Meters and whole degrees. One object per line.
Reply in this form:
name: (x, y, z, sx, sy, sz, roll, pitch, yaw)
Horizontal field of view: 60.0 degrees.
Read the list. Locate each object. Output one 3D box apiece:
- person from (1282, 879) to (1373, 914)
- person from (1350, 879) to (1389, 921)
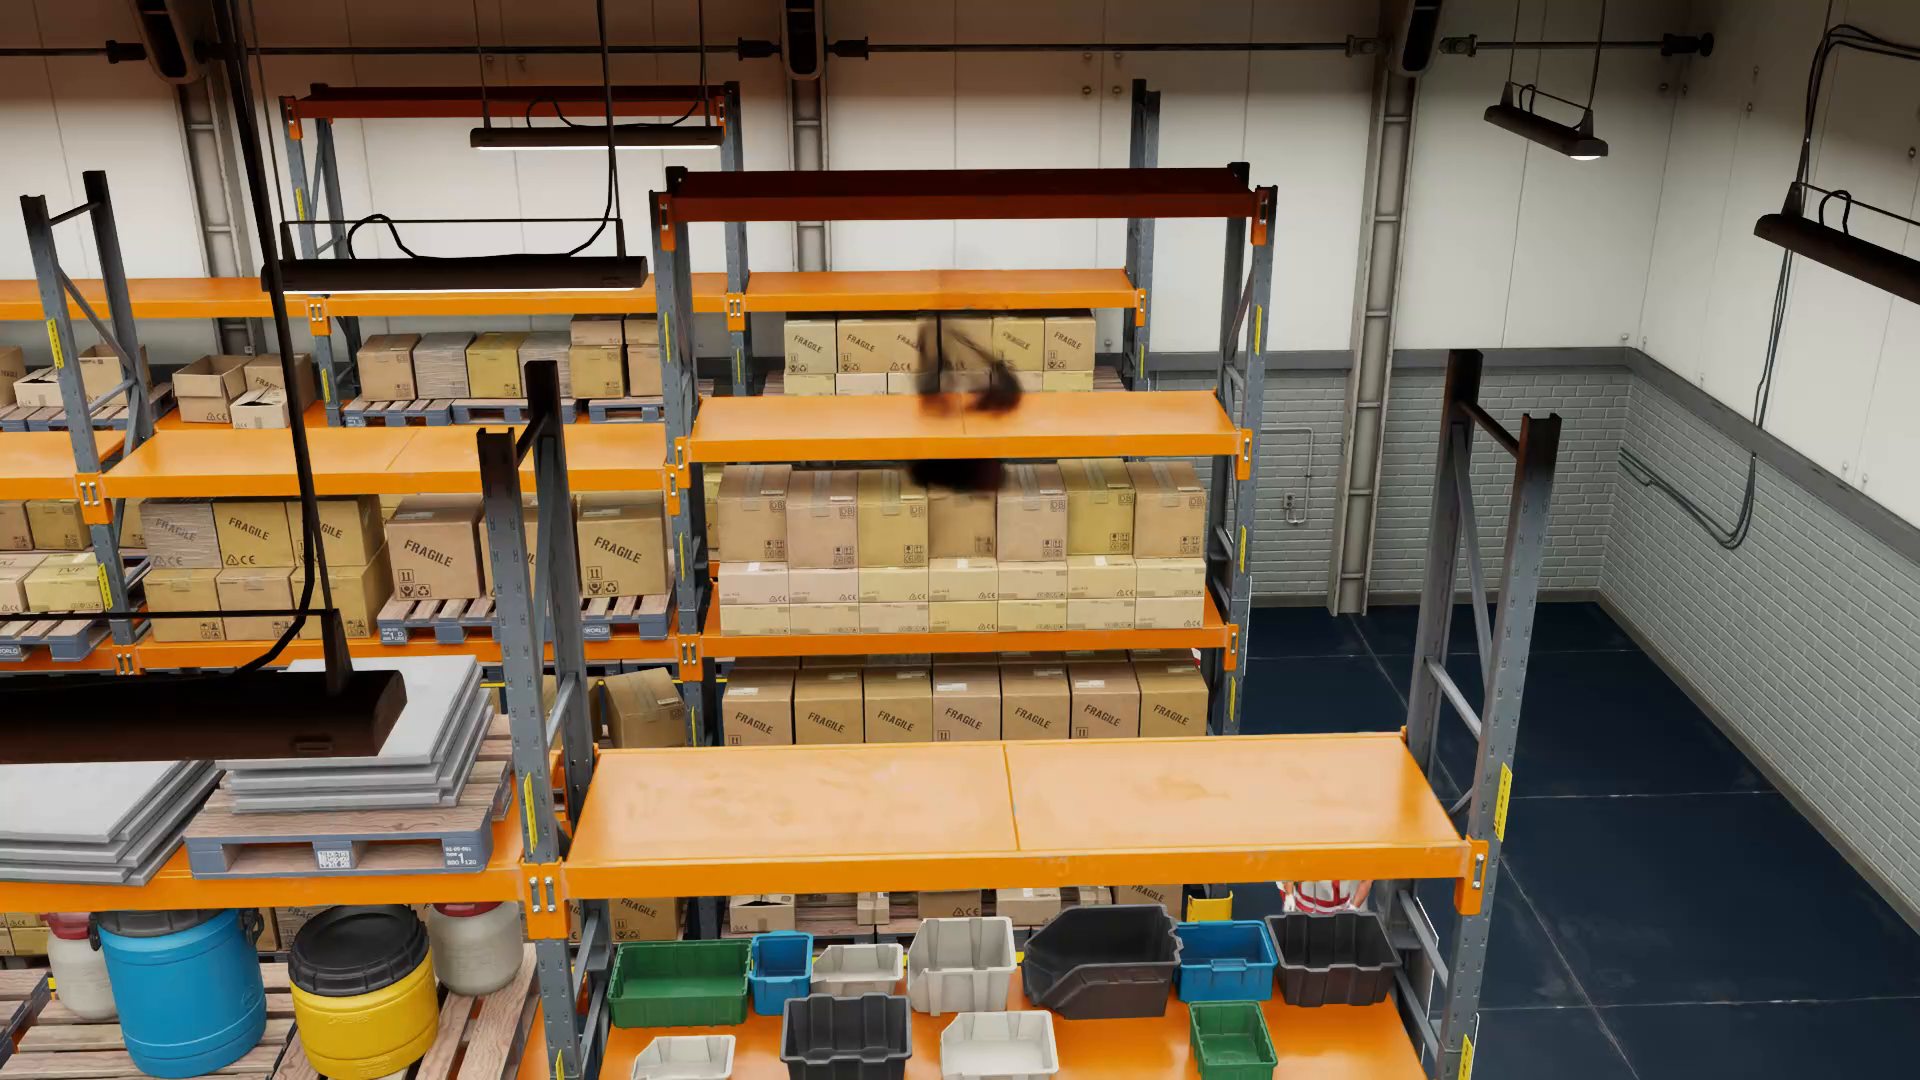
person: (2.625, 2.721, 12.183, 0.666, 1.728, 0.570, 14, 26, 31)
person: (3.127, 2.474, 12.848, 0.624, 1.678, 0.885, 4, 23, 11)
